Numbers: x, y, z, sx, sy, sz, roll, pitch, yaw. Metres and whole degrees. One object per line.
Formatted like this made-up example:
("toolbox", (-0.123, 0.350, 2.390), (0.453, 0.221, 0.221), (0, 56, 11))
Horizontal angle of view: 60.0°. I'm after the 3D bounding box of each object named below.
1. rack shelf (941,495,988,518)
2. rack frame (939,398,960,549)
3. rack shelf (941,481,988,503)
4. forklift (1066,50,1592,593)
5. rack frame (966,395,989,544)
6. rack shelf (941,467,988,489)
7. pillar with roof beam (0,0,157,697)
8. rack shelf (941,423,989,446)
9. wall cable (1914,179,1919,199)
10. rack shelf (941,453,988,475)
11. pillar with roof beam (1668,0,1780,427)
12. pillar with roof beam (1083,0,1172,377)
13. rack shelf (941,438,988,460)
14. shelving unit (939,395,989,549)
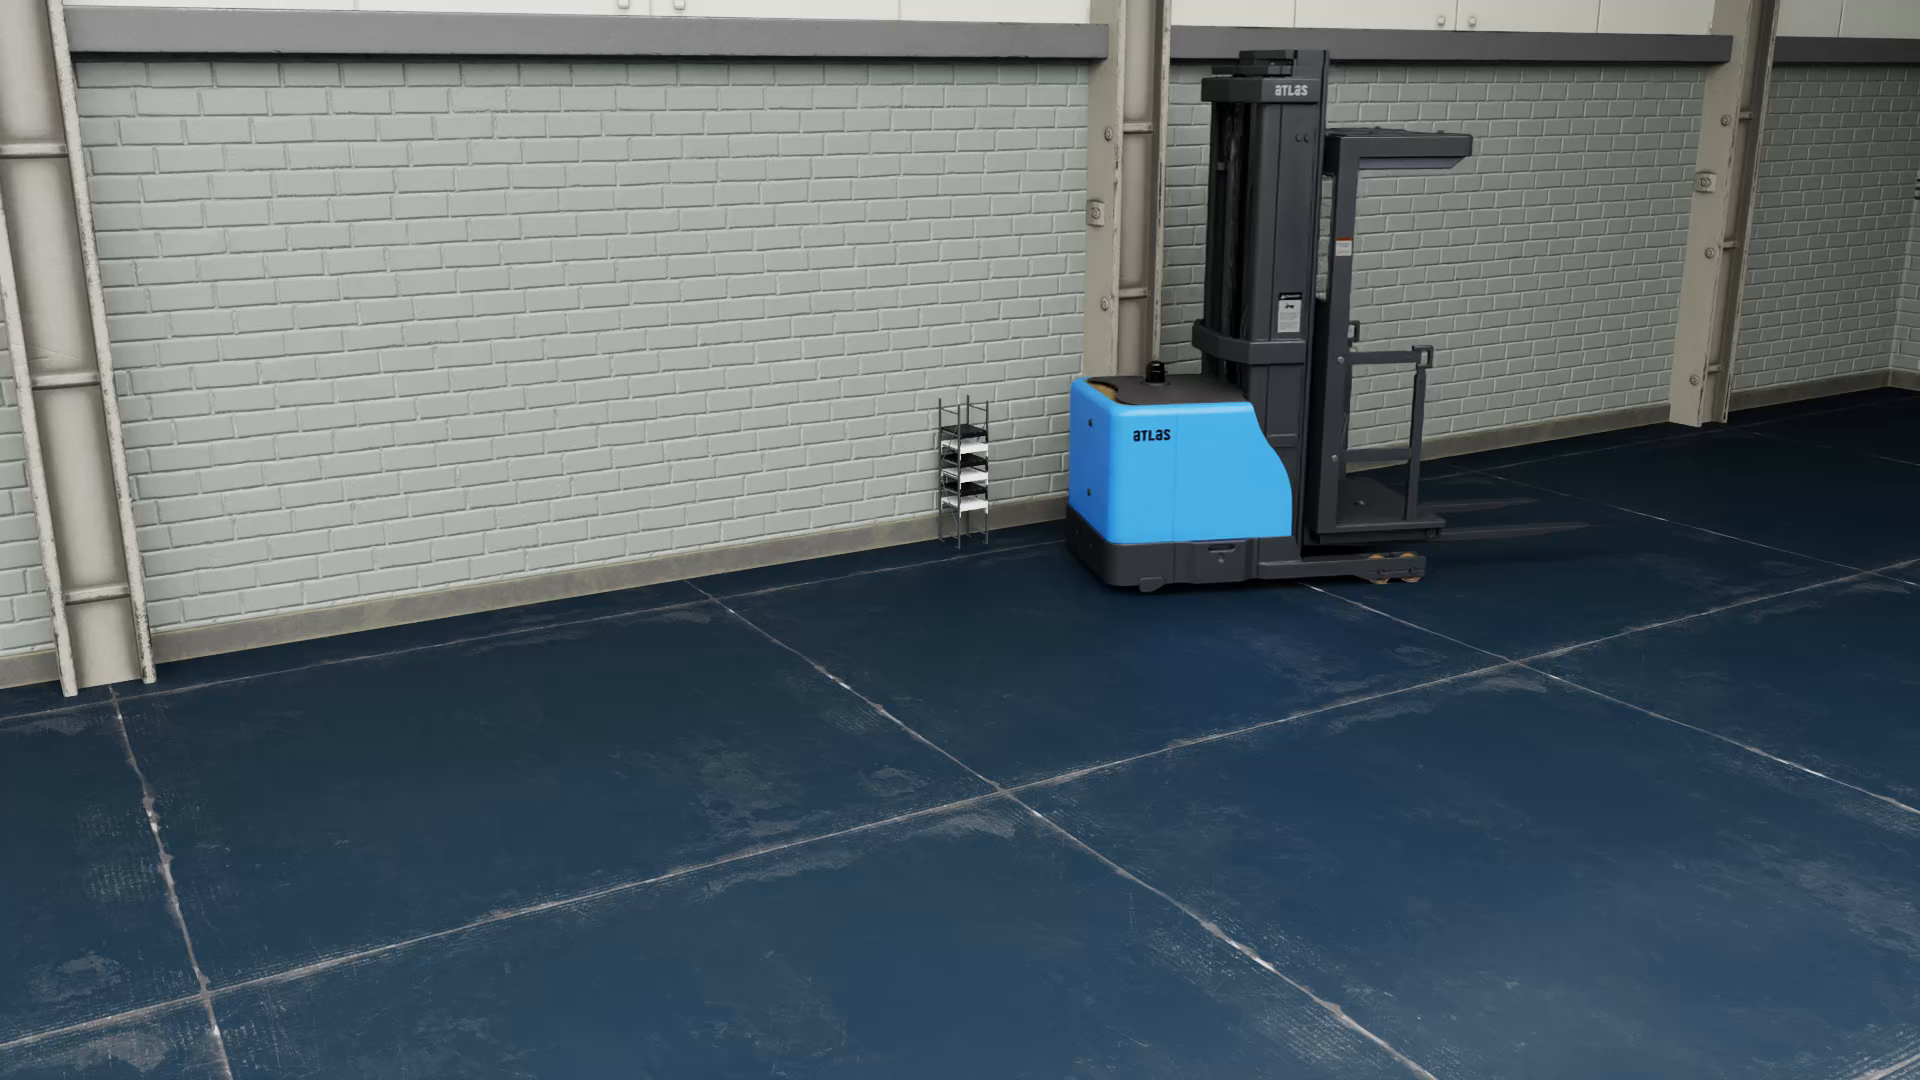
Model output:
("rack shelf", (0.021, -0.216, 10.303), (0.200, 0.077, 0.258), (-10, 18, -31))
("rack frame", (-0.065, -0.407, 10.193), (0.006, 0.900, 0.240), (-10, 18, -31))
("rack shelf", (0.021, -0.303, 10.278), (0.200, 0.077, 0.258), (-10, 18, -31))
("forklift", (2.211, -1.294, 9.597), (3.031, 2.935, 1.130), (-3, 16, -10))
("rack frame", (0.107, -0.436, 10.297), (0.006, 0.900, 0.240), (-10, 18, -31))
("rack shelf", (0.021, -0.389, 10.254), (0.200, 0.077, 0.258), (-10, 18, -31))
("pillar with roof beam", (-1.887, -2.665, 3.244), (0.400, 9.000, 9.100), (-9, 18, -30))
("rack shelf", (0.021, -0.649, 10.181), (0.200, 0.077, 0.258), (-10, 18, -31))
("wall cable", (9.389, -3.937, 13.537), (0.112, 2.526, 3.097), (-9, 18, -30))
("rack shelf", (0.021, -0.476, 10.229), (0.200, 0.077, 0.258), (-10, 18, -31))
("pillar with roof beam", (8.400, -4.333, 9.195), (0.400, 9.000, 9.100), (-9, 18, -30))
("pillar with roof beam", (3.257, -3.499, 6.220), (0.400, 9.000, 9.100), (-9, 18, -30))
("rack shelf", (0.021, -0.562, 10.205), (0.200, 0.077, 0.258), (-10, 18, -31))
("shelving unit", (0.021, -0.421, 10.245), (0.210, 0.900, 0.258), (-10, 18, -31))
